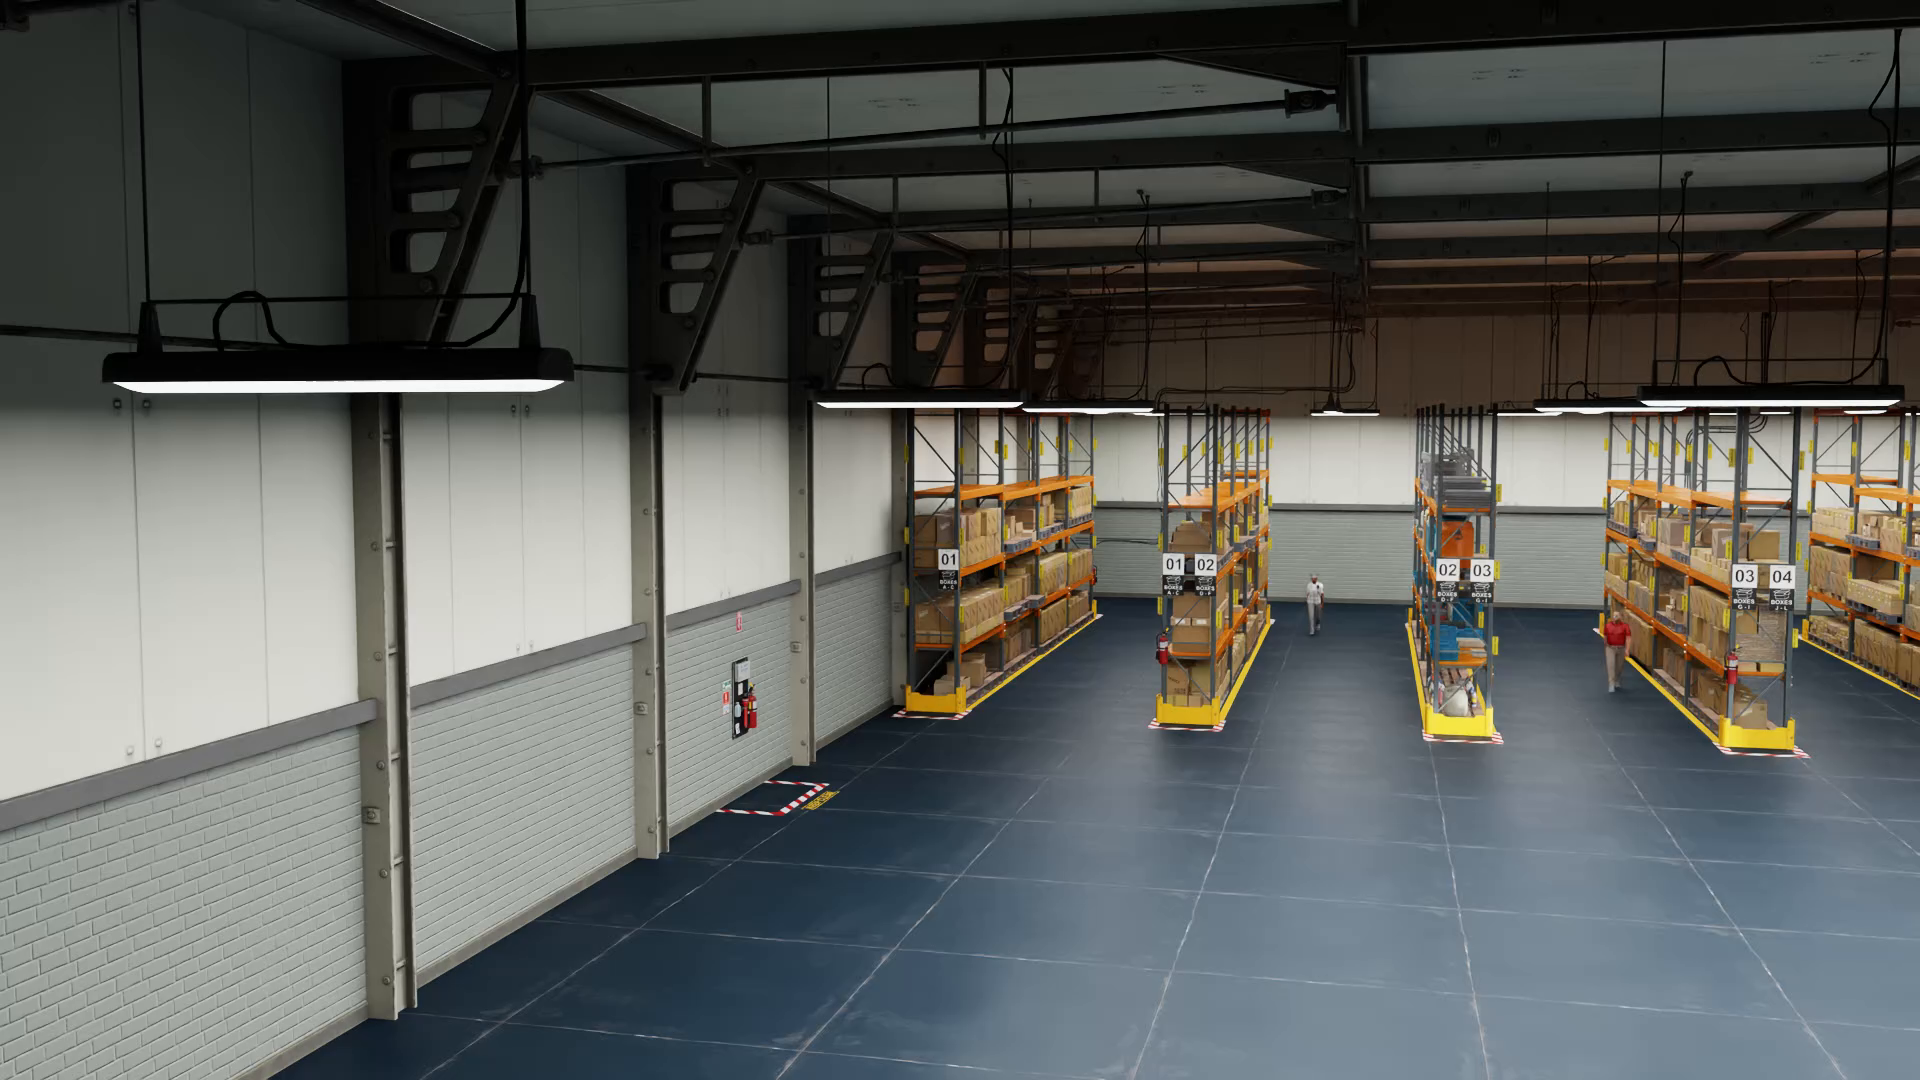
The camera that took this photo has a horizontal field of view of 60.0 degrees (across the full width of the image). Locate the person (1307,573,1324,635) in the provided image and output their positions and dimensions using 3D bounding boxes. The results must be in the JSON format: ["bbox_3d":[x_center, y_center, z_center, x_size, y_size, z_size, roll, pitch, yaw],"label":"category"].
[{"bbox_3d":[9.447,1.672,44.216,0.456,1.635,0.863,1,4,11],"label":"person"}]

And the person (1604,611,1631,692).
[{"bbox_3d":[13.827,2.314,34.946,0.501,1.653,1.054,1,4,12],"label":"person"}]
